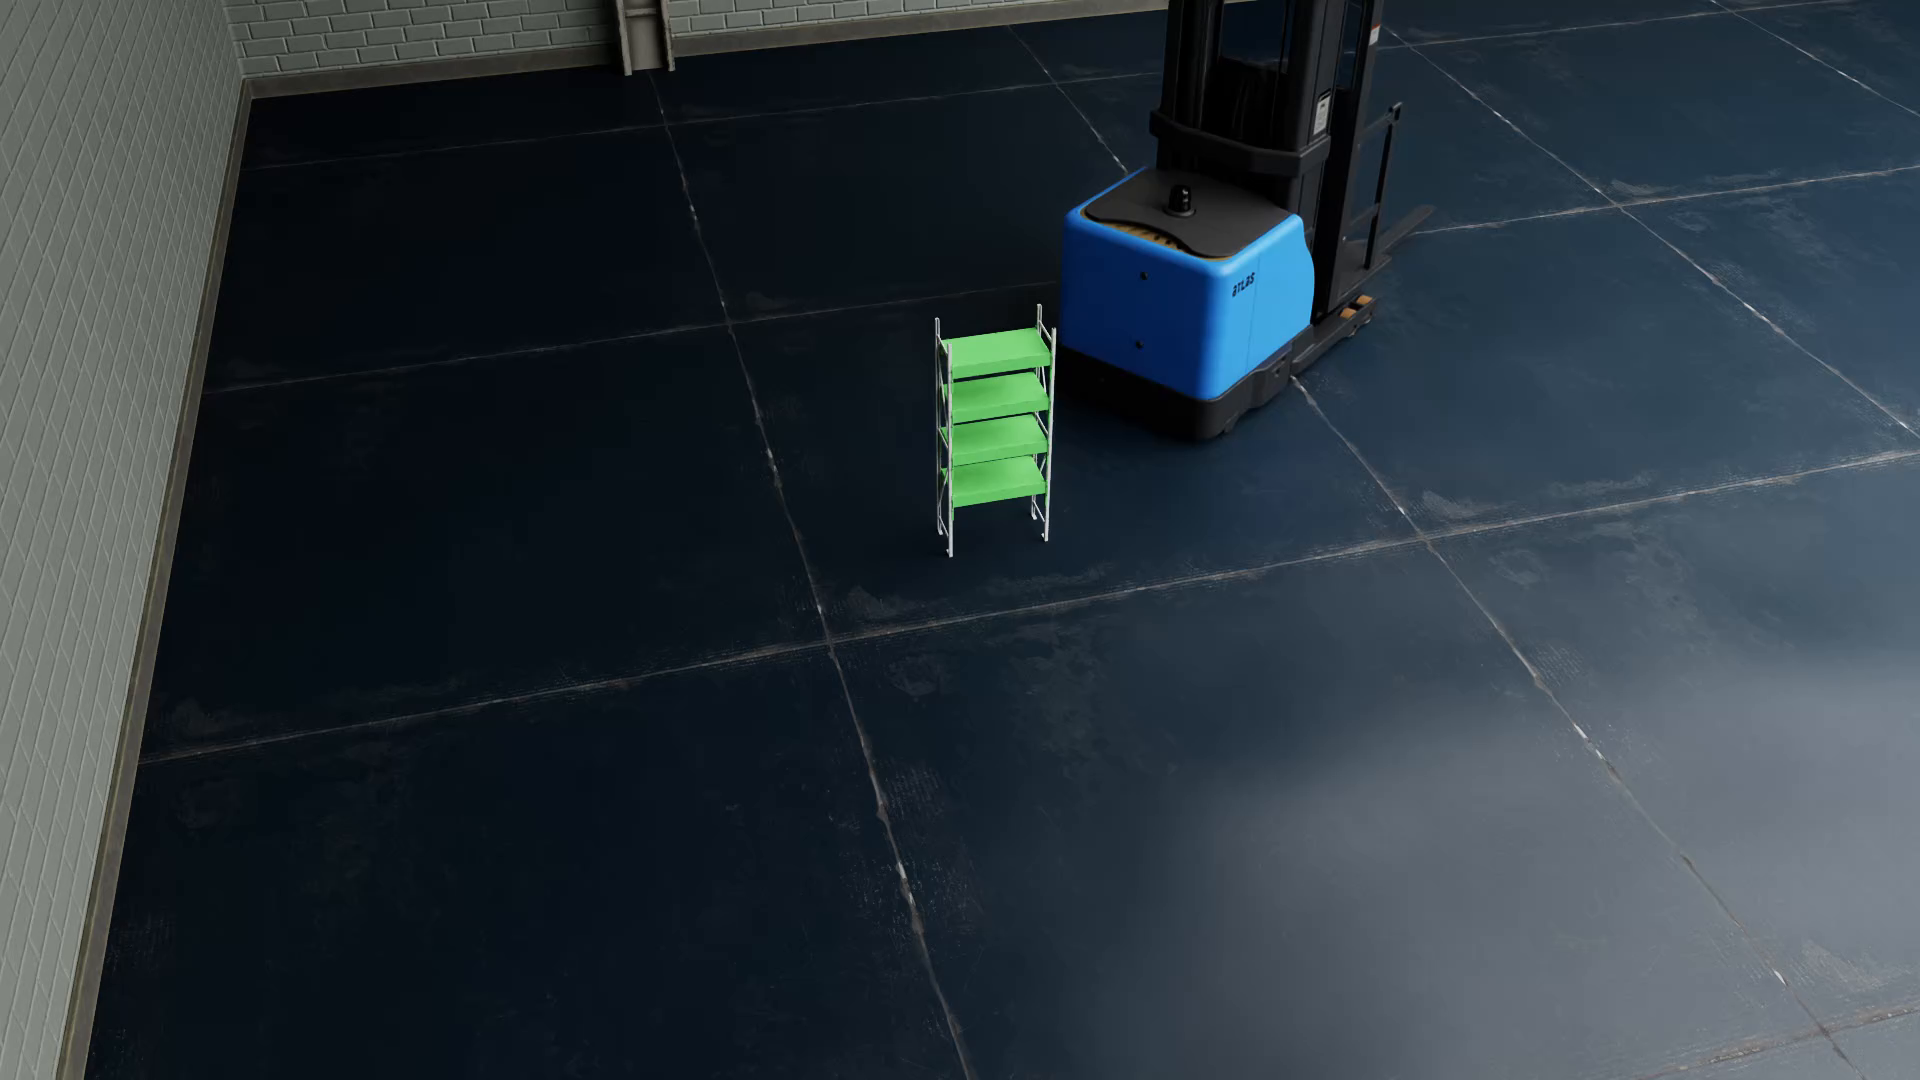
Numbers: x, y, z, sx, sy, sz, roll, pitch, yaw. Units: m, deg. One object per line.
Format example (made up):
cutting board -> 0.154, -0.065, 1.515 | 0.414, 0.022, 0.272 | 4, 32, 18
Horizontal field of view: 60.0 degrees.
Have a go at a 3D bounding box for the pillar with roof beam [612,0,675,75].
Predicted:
pillar with roof beam -> -1.343, -4.792, 7.087 | 0.400, 9.000, 9.100 | -9, 38, -12

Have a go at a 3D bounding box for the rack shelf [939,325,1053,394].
rack shelf -> 0.160, -0.833, 7.646 | 0.480, 0.148, 0.258 | -9, 38, -12

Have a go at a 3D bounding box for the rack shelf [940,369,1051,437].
rack shelf -> 0.160, -0.643, 7.792 | 0.480, 0.148, 0.258 | -9, 38, -12

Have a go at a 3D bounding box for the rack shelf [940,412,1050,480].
rack shelf -> 0.160, -0.452, 7.938 | 0.480, 0.148, 0.258 | -9, 38, -12

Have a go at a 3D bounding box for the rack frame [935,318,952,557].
rack frame -> -0.076, -0.464, 7.849 | 0.015, 1.200, 0.240 | -9, 38, -12

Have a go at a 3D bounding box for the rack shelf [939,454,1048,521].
rack shelf -> 0.160, -0.261, 8.084 | 0.480, 0.148, 0.258 | -9, 38, -12

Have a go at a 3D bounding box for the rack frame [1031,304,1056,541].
rack frame -> 0.395, -0.541, 7.950 | 0.015, 1.200, 0.240 | -9, 38, -12

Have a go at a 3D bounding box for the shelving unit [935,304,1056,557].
shelving unit -> 0.160, -0.503, 7.899 | 0.503, 1.200, 0.258 | -9, 38, -12

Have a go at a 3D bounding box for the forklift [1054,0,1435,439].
forklift -> 1.838, -2.531, 9.126 | 1.130, 2.935, 3.031 | 26, 44, 30
